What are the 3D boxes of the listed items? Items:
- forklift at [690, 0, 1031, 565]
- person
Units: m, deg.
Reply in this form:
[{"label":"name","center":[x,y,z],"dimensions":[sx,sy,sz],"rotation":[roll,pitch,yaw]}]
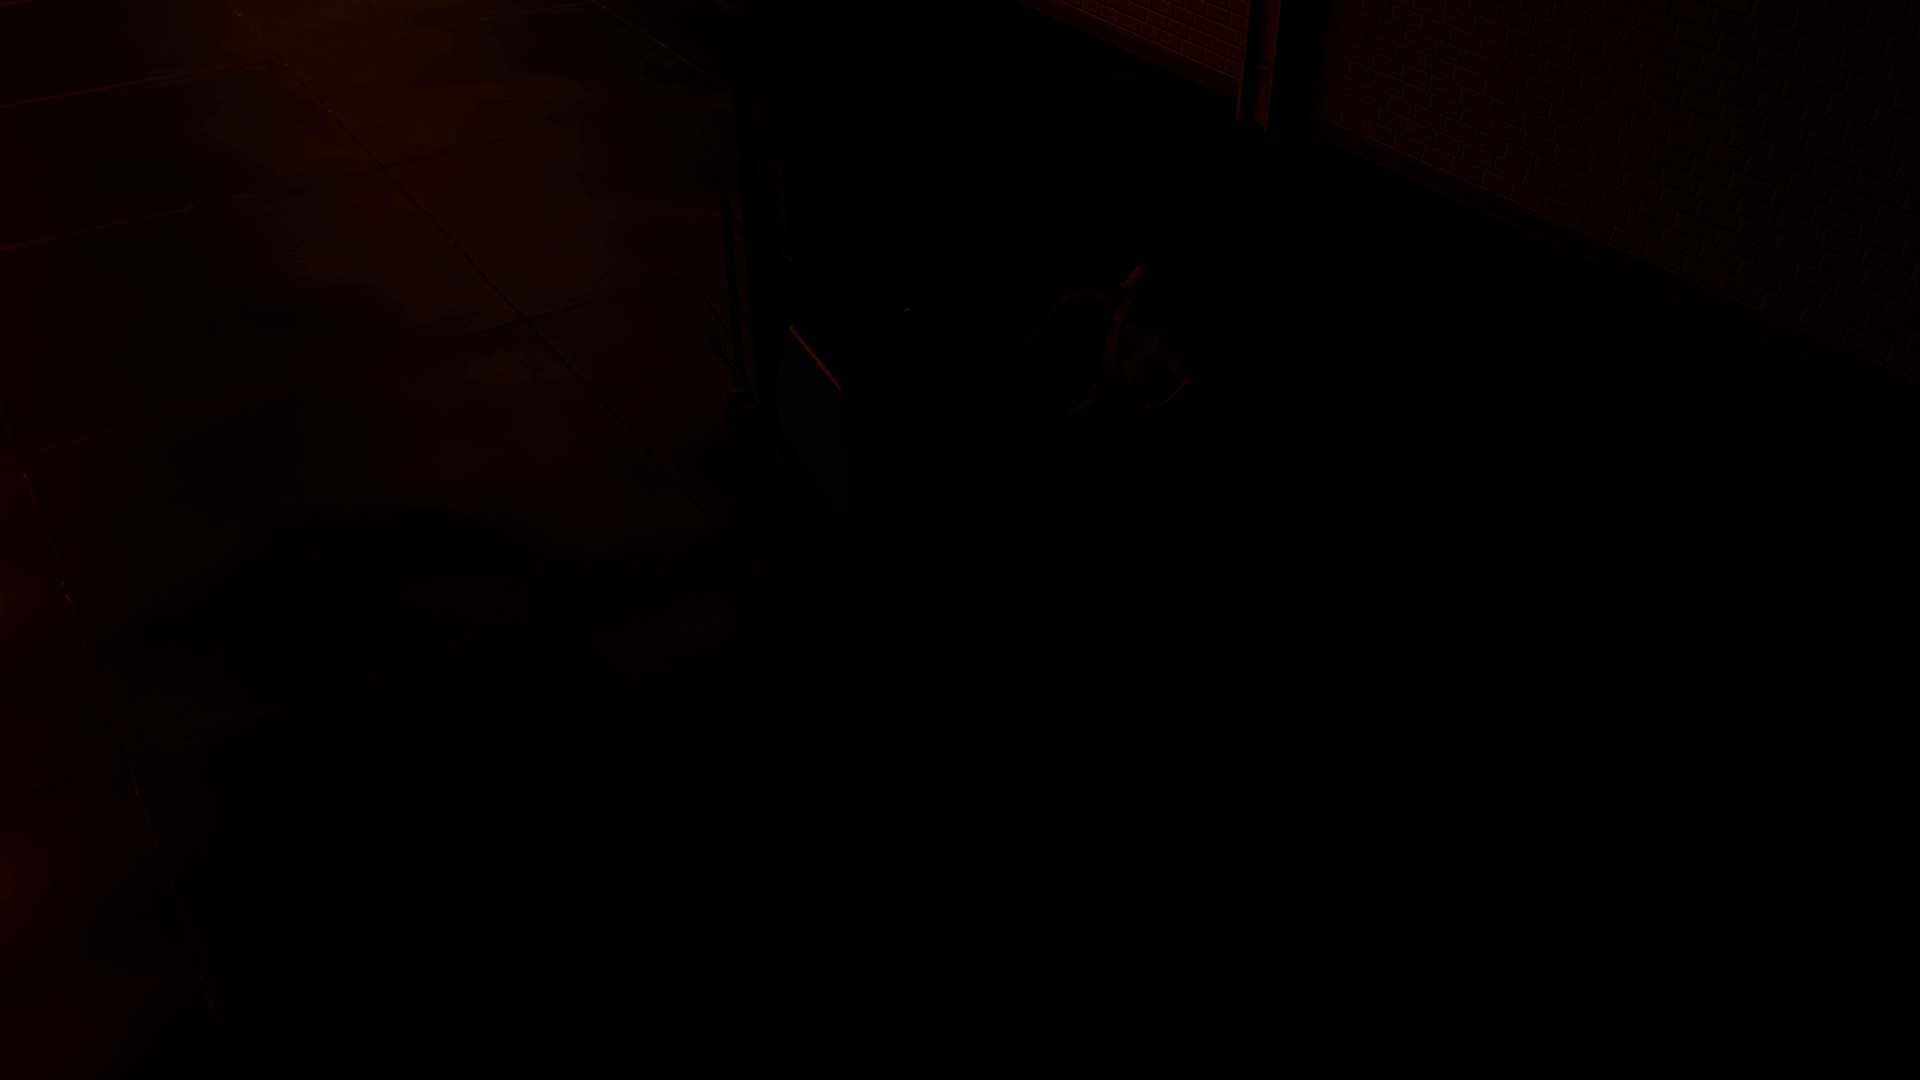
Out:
[{"label":"forklift","center":[-0.707,-1.909,8.864],"dimensions":[1.130,2.935,3.031],"rotation":[-15,38,-20]},{"label":"person","center":[0.657,-0.601,8.216],"dimensions":[1.070,1.550,0.871],"rotation":[25,42,31]}]
